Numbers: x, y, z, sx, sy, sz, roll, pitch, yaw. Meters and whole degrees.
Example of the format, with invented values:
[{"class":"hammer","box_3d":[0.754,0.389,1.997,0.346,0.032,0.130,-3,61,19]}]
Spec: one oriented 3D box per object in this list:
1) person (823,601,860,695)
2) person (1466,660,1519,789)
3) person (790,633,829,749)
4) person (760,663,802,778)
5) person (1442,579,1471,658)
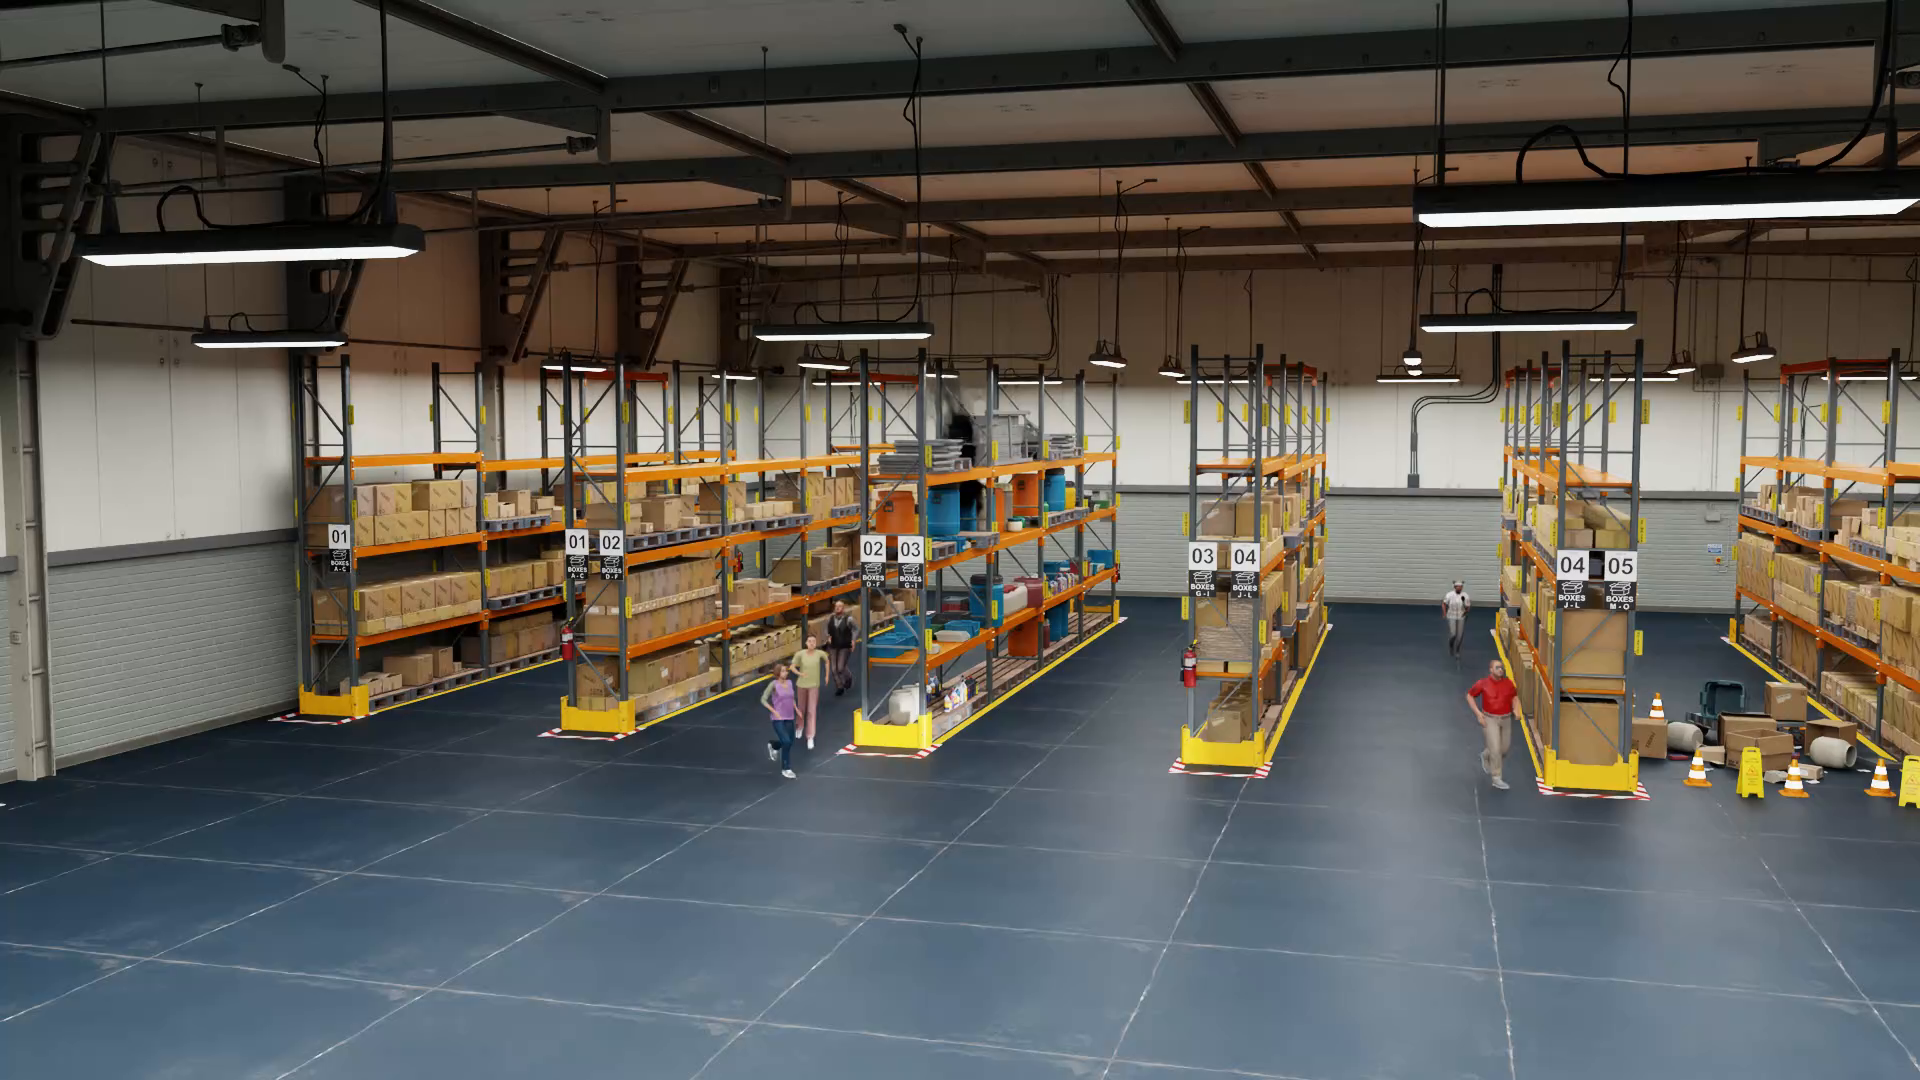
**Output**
[{"class":"person","box_3d":[-2.156,1.939,29.694,0.653,1.680,0.569,1,4,15]},{"class":"person","box_3d":[7.232,2.460,22.514,0.696,1.695,0.846,-1,4,-11]},{"class":"person","box_3d":[-2.285,2.264,25.327,0.609,1.711,0.840,-1,4,-7]},{"class":"person","box_3d":[-2.522,2.497,23.178,0.541,1.573,0.650,-4,6,-43]},{"class":"person","box_3d":[10.180,1.619,34.089,0.552,1.641,0.660,1,4,10]}]
